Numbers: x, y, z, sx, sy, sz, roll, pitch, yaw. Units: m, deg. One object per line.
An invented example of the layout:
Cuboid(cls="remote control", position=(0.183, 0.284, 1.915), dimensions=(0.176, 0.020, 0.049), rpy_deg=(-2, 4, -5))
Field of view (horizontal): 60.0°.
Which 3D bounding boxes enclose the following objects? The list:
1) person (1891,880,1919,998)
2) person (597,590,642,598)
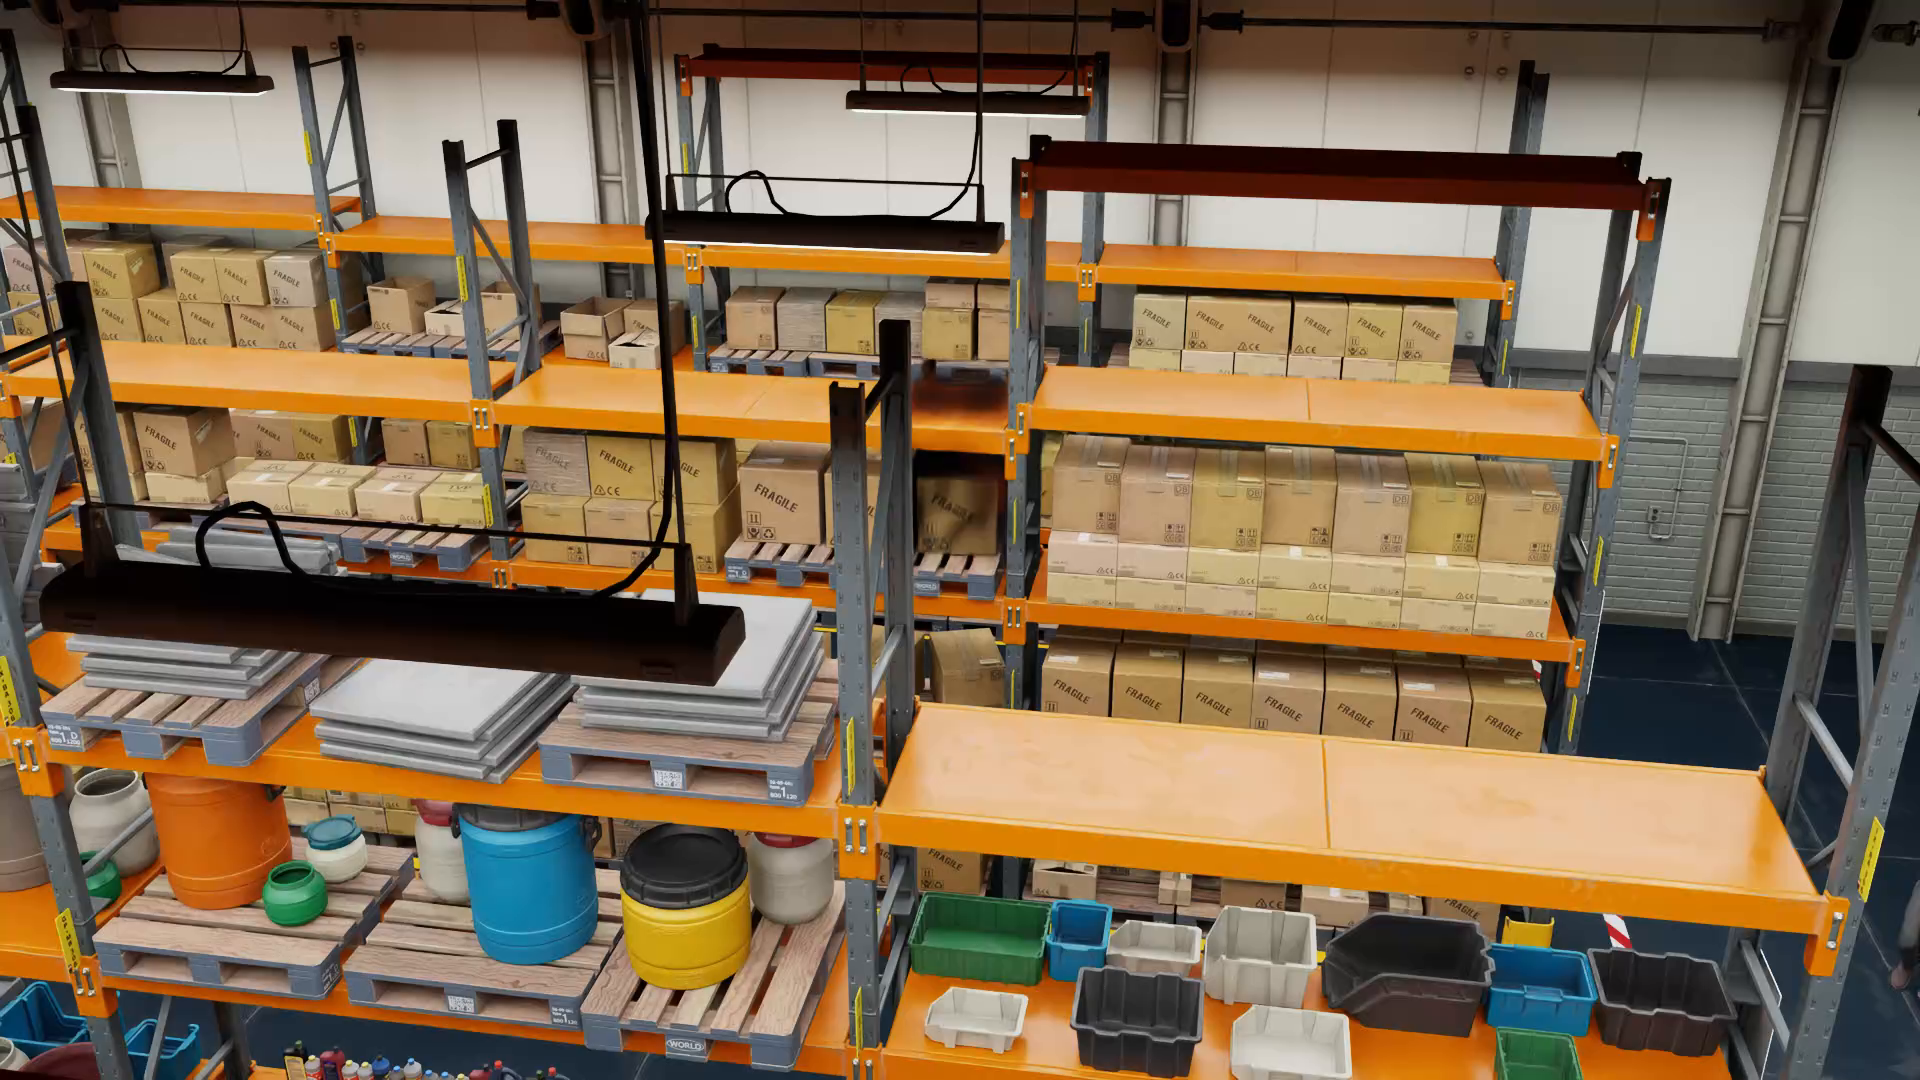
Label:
Cuboid(cls="person", position=(7.110, 2.625, 12.024), dimensions=(0.445, 1.656, 0.468), rpy_deg=(14, 27, 30))
Cuboid(cls="person", position=(-3.134, 0.904, 15.619), dimensions=(0.607, 1.782, 0.361), rpy_deg=(7, 24, 16))
